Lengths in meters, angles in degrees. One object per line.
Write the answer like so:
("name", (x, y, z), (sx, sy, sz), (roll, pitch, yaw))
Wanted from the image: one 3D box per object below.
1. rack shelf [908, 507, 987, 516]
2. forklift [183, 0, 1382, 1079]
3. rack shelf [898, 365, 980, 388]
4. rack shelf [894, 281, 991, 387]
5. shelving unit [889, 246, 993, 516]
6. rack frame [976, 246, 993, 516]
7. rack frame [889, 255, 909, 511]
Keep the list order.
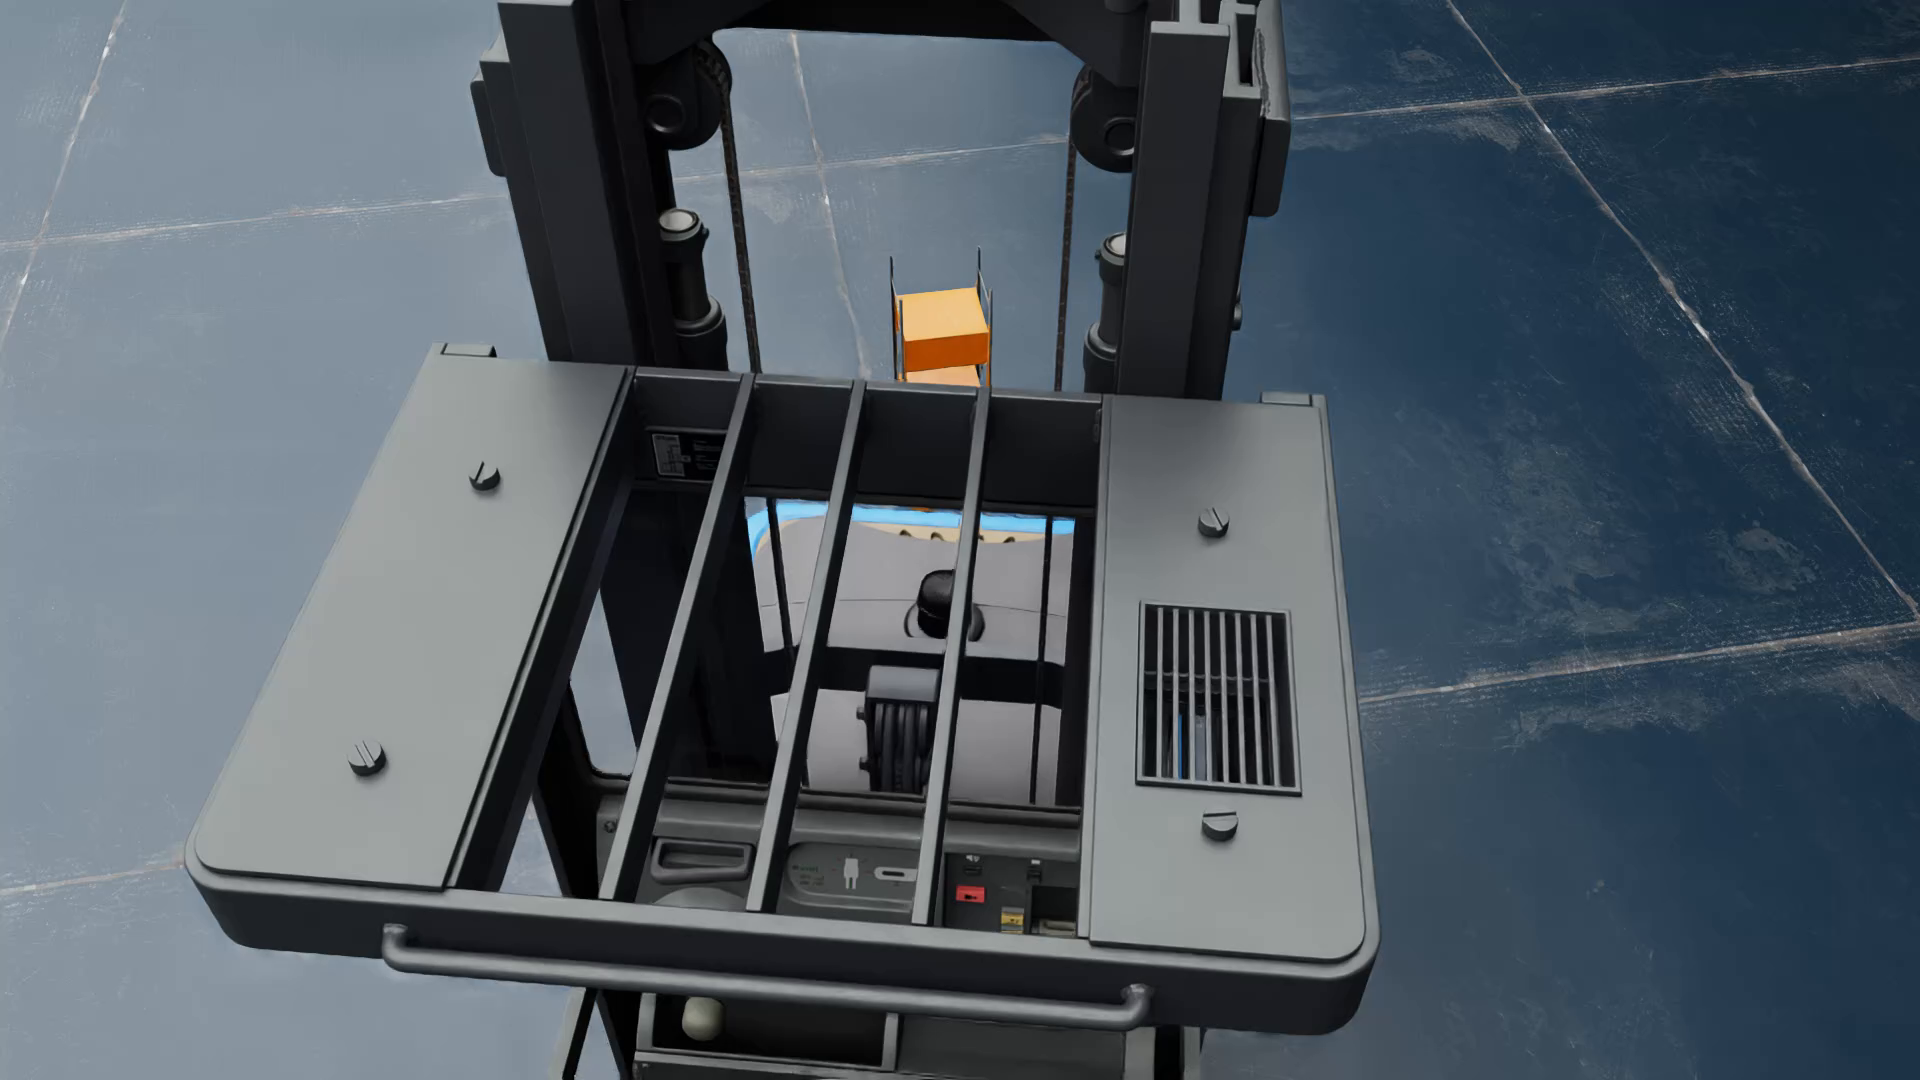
("rack shelf", (-0.053, -0.158, 5.073), (0.240, 0.259, 0.215), (-7, 46, -7))
("forklift", (-0.133, 0.725, 2.516), (1.130, 2.935, 3.031), (4, 46, 4))
("rack shelf", (-0.053, -0.350, 4.873), (0.240, 0.259, 0.215), (-7, 46, -7))
("rack shelf", (-0.053, -0.547, 4.669), (0.240, 0.259, 0.215), (-7, 46, -7))
("shelving unit", (-0.053, -0.358, 4.866), (0.252, 1.050, 0.215), (-7, 46, -7))
("rack frame", (0.067, -0.373, 4.880), (0.008, 1.050, 0.200), (-7, 46, -7))
("rack frame", (-0.173, -0.343, 4.851), (0.008, 1.050, 0.200), (-7, 46, -7))
